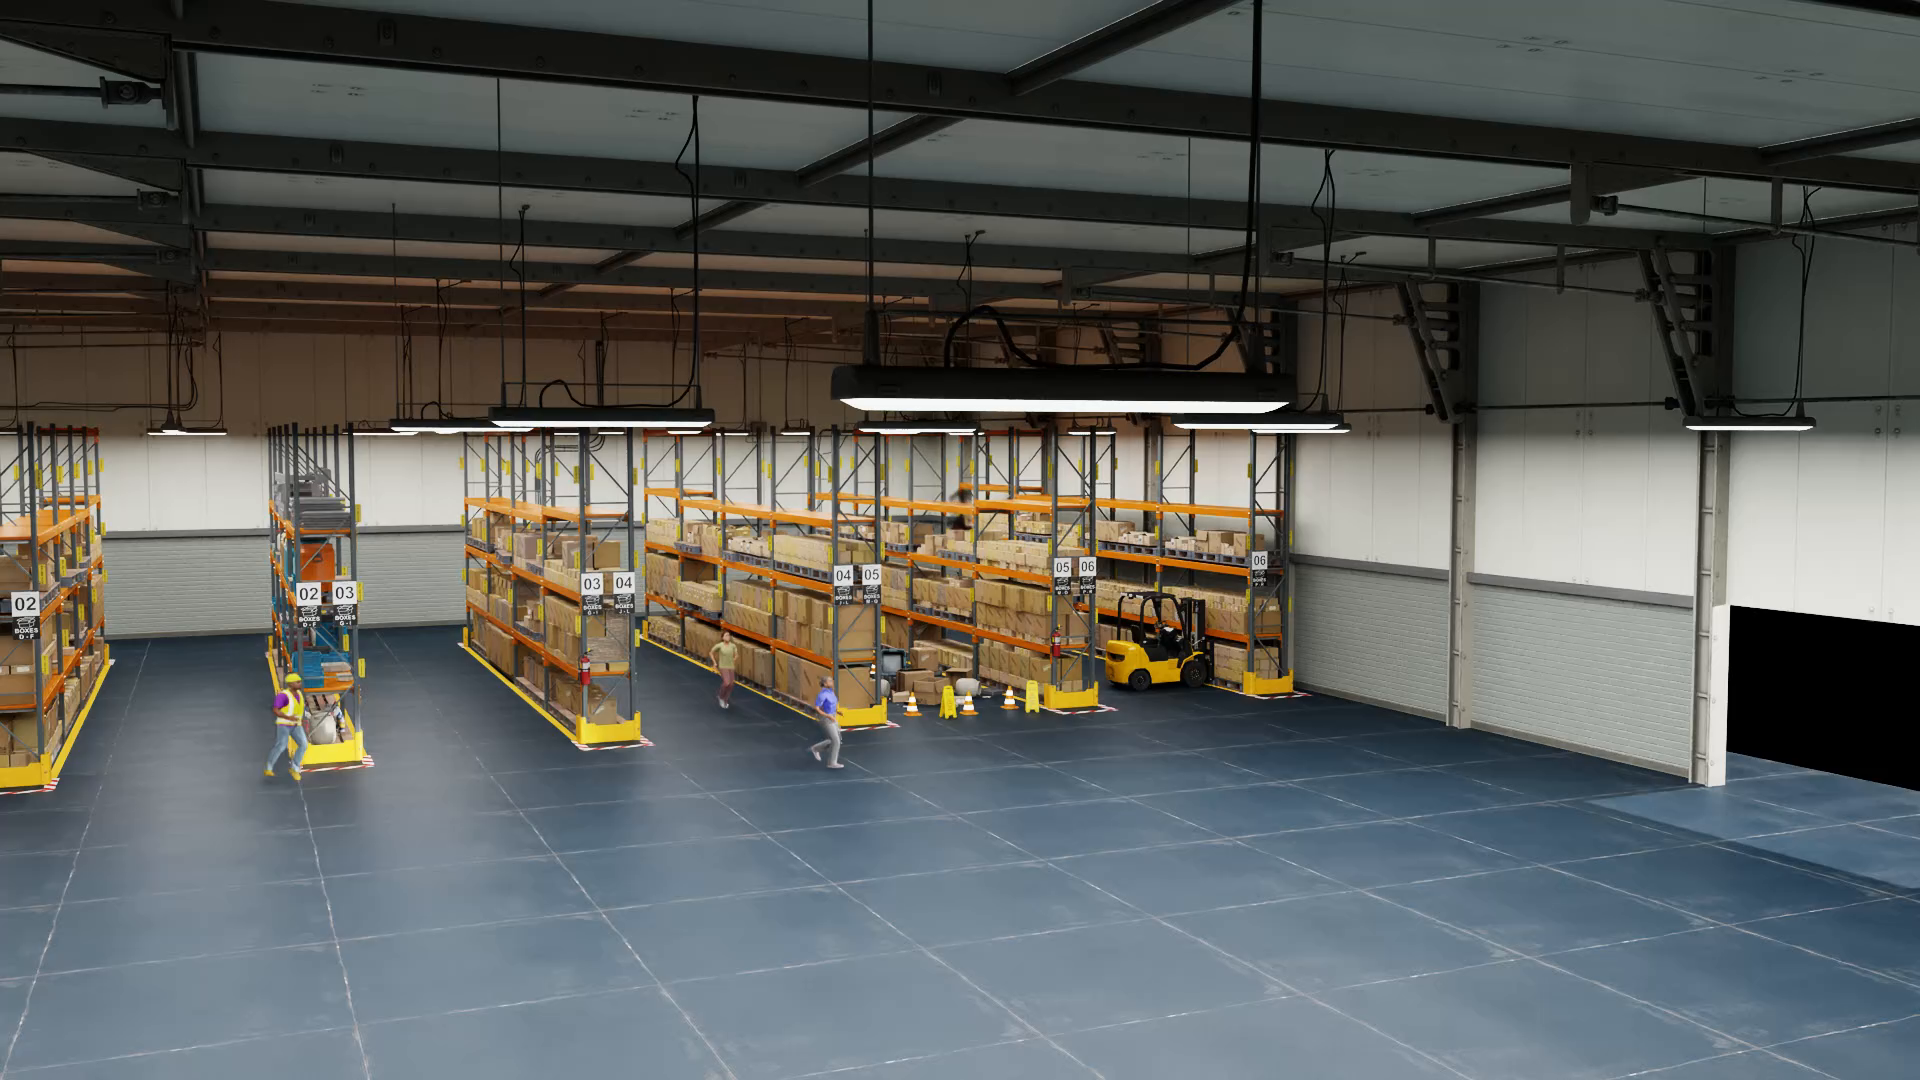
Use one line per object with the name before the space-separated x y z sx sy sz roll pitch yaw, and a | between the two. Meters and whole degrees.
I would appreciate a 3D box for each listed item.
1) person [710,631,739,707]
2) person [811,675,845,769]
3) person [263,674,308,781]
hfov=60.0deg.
person | -4.941 2.737 35.219 0.560 1.635 0.613 -2 4 -34
person | -2.328 3.152 28.880 0.644 1.605 0.578 1 4 18
person | -11.291 3.153 28.033 0.701 1.794 0.777 1 4 23
